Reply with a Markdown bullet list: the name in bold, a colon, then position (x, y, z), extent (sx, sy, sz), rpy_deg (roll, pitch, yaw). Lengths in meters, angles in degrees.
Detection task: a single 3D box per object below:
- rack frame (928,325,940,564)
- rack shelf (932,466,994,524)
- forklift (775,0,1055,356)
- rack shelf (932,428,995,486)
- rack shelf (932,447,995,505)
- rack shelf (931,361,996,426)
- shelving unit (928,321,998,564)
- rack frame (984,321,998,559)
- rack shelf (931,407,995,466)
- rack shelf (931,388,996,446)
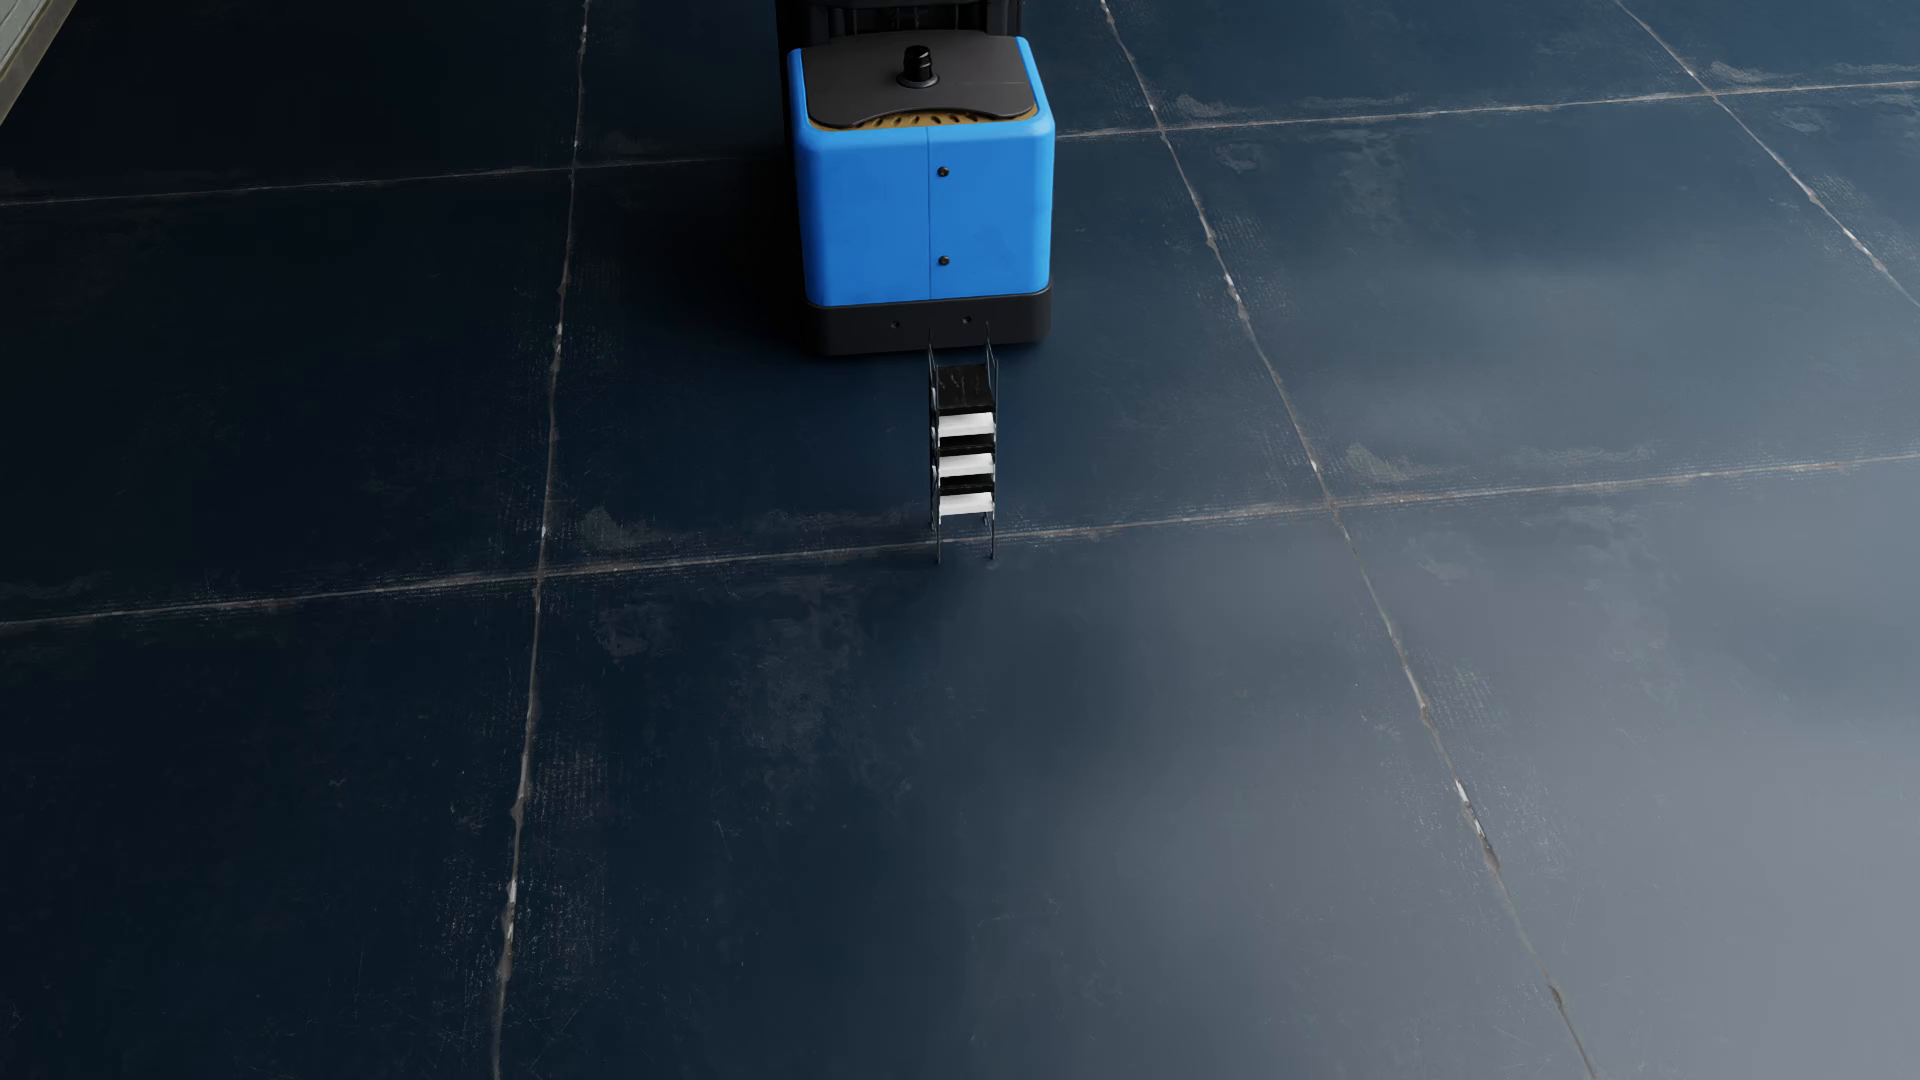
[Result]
- **rack frame**: position (-0.093, -0.326, 5.940), extent (0.006, 0.900, 0.240), rpy_deg (-5, 42, -6)
- **rack shelf**: position (0.008, -0.176, 6.092), extent (0.200, 0.077, 0.258), rpy_deg (-5, 42, -6)
- **forklift**: position (-0.300, -2.850, 7.221), extent (1.130, 2.935, 3.031), rpy_deg (-5, 42, -5)
- **rack shelf**: position (0.008, -0.310, 5.972), extent (0.200, 0.077, 0.258), rpy_deg (-5, 42, -6)
- **rack shelf**: position (0.008, -0.243, 6.032), extent (0.200, 0.077, 0.258), rpy_deg (-5, 42, -6)
- **rack shelf**: position (0.008, -0.511, 5.791), extent (0.200, 0.077, 0.258), rpy_deg (-5, 42, -6)
- **shelving unit**: position (0.008, -0.335, 5.949), extent (0.210, 0.900, 0.258), rpy_deg (-5, 42, -6)
- **rack frame**: position (0.109, -0.344, 5.959), extent (0.006, 0.900, 0.240), rpy_deg (-5, 42, -6)
- **rack shelf**: position (0.008, -0.377, 5.911), extent (0.200, 0.077, 0.258), rpy_deg (-5, 42, -6)
- **rack shelf**: position (0.008, -0.444, 5.851), extent (0.200, 0.077, 0.258), rpy_deg (-5, 42, -6)
